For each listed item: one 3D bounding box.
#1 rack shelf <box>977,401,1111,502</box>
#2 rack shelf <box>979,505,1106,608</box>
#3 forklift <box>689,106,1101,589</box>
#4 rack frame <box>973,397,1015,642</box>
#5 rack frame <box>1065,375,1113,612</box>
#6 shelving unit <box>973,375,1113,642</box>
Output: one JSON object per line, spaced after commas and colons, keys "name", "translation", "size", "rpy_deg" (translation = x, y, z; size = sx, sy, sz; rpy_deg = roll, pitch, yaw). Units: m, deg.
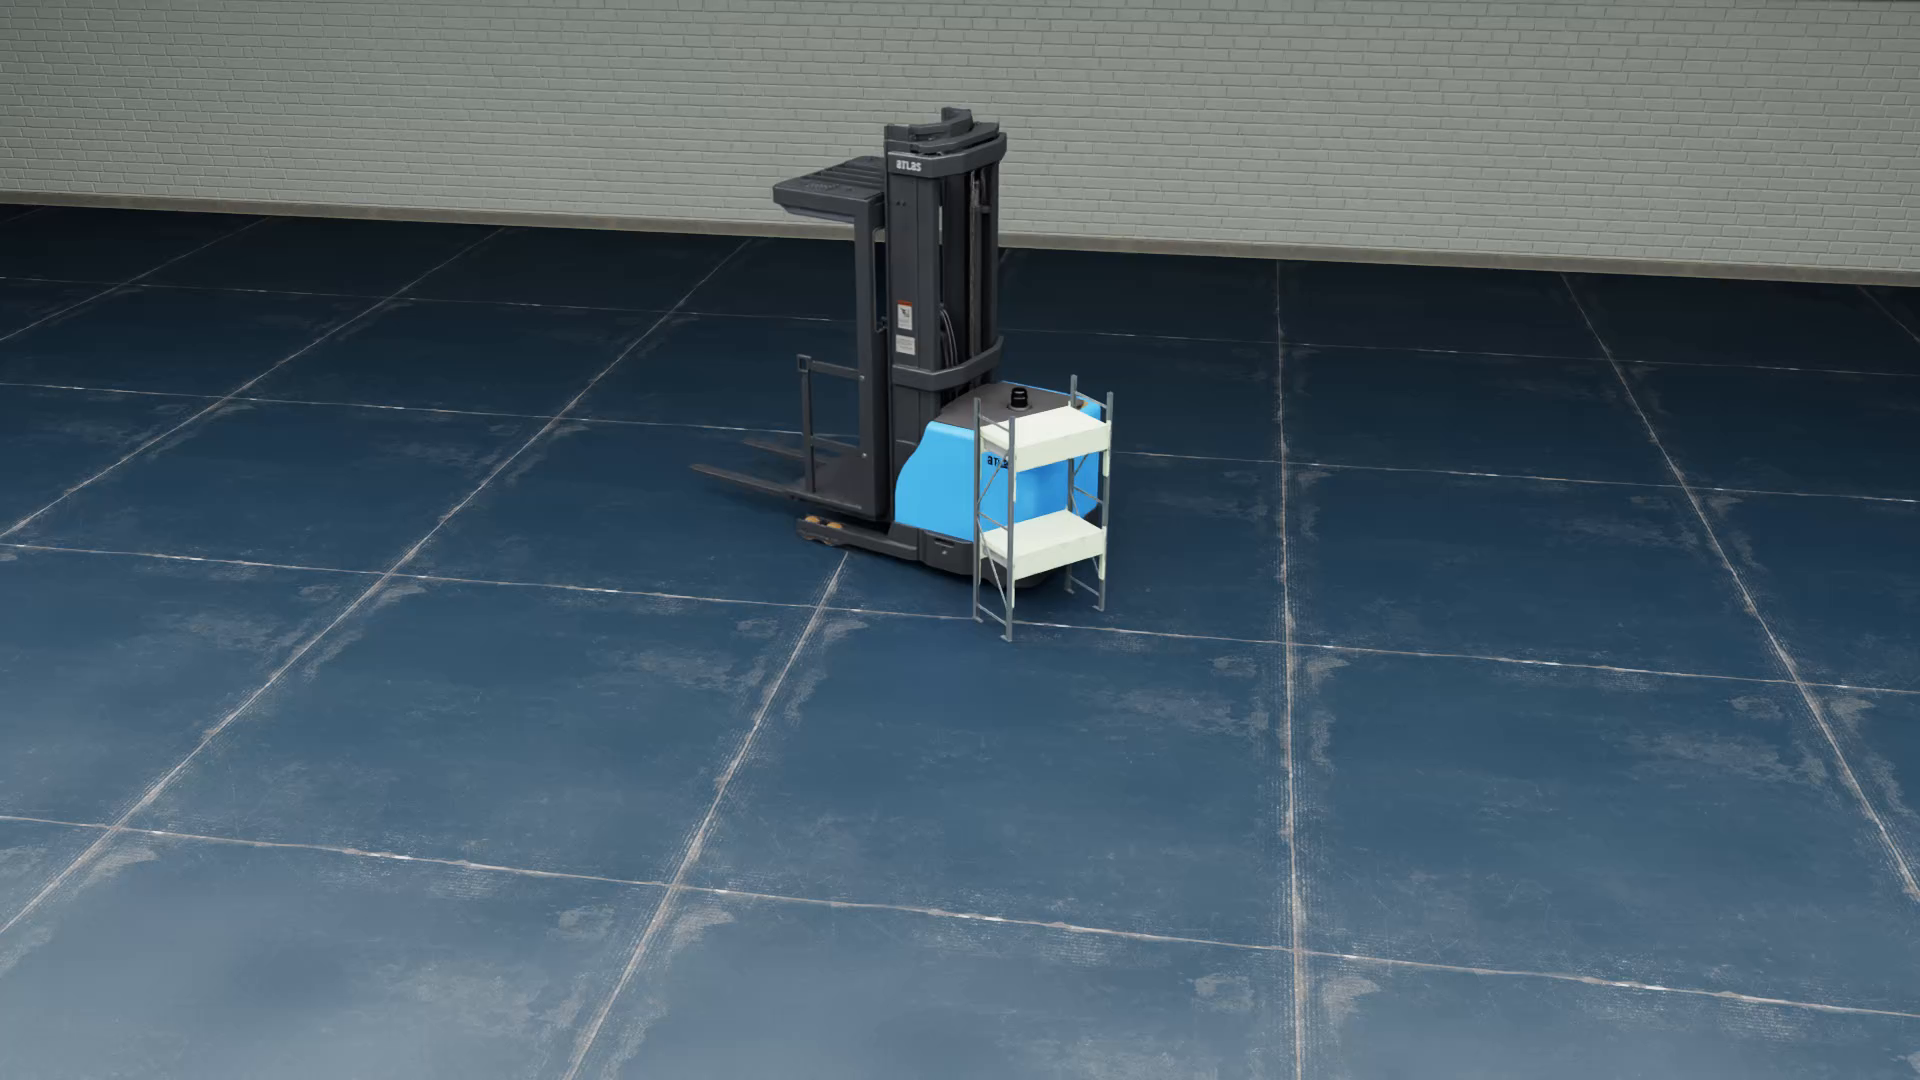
{"name": "rack shelf", "translation": [0.510, -0.551, 10.238], "size": [0.720, 0.370, 0.431], "rpy_deg": [-16, 29, -30]}
{"name": "rack shelf", "translation": [0.510, 0.097, 10.542], "size": [0.720, 0.370, 0.431], "rpy_deg": [-16, 29, -30]}
{"name": "forklift", "translation": [-0.559, -1.457, 11.405], "size": [3.031, 2.935, 1.130], "rpy_deg": [15, 29, 28]}
{"name": "rack frame", "translation": [0.205, -0.112, 10.220], "size": [0.023, 1.500, 0.400], "rpy_deg": [-16, 29, -30]}
{"name": "rack frame", "translation": [0.815, -0.284, 10.587], "size": [0.023, 1.500, 0.400], "rpy_deg": [-16, 29, -30]}
{"name": "shelving unit", "translation": [0.510, -0.198, 10.403], "size": [0.755, 1.500, 0.431], "rpy_deg": [-16, 29, -30]}
